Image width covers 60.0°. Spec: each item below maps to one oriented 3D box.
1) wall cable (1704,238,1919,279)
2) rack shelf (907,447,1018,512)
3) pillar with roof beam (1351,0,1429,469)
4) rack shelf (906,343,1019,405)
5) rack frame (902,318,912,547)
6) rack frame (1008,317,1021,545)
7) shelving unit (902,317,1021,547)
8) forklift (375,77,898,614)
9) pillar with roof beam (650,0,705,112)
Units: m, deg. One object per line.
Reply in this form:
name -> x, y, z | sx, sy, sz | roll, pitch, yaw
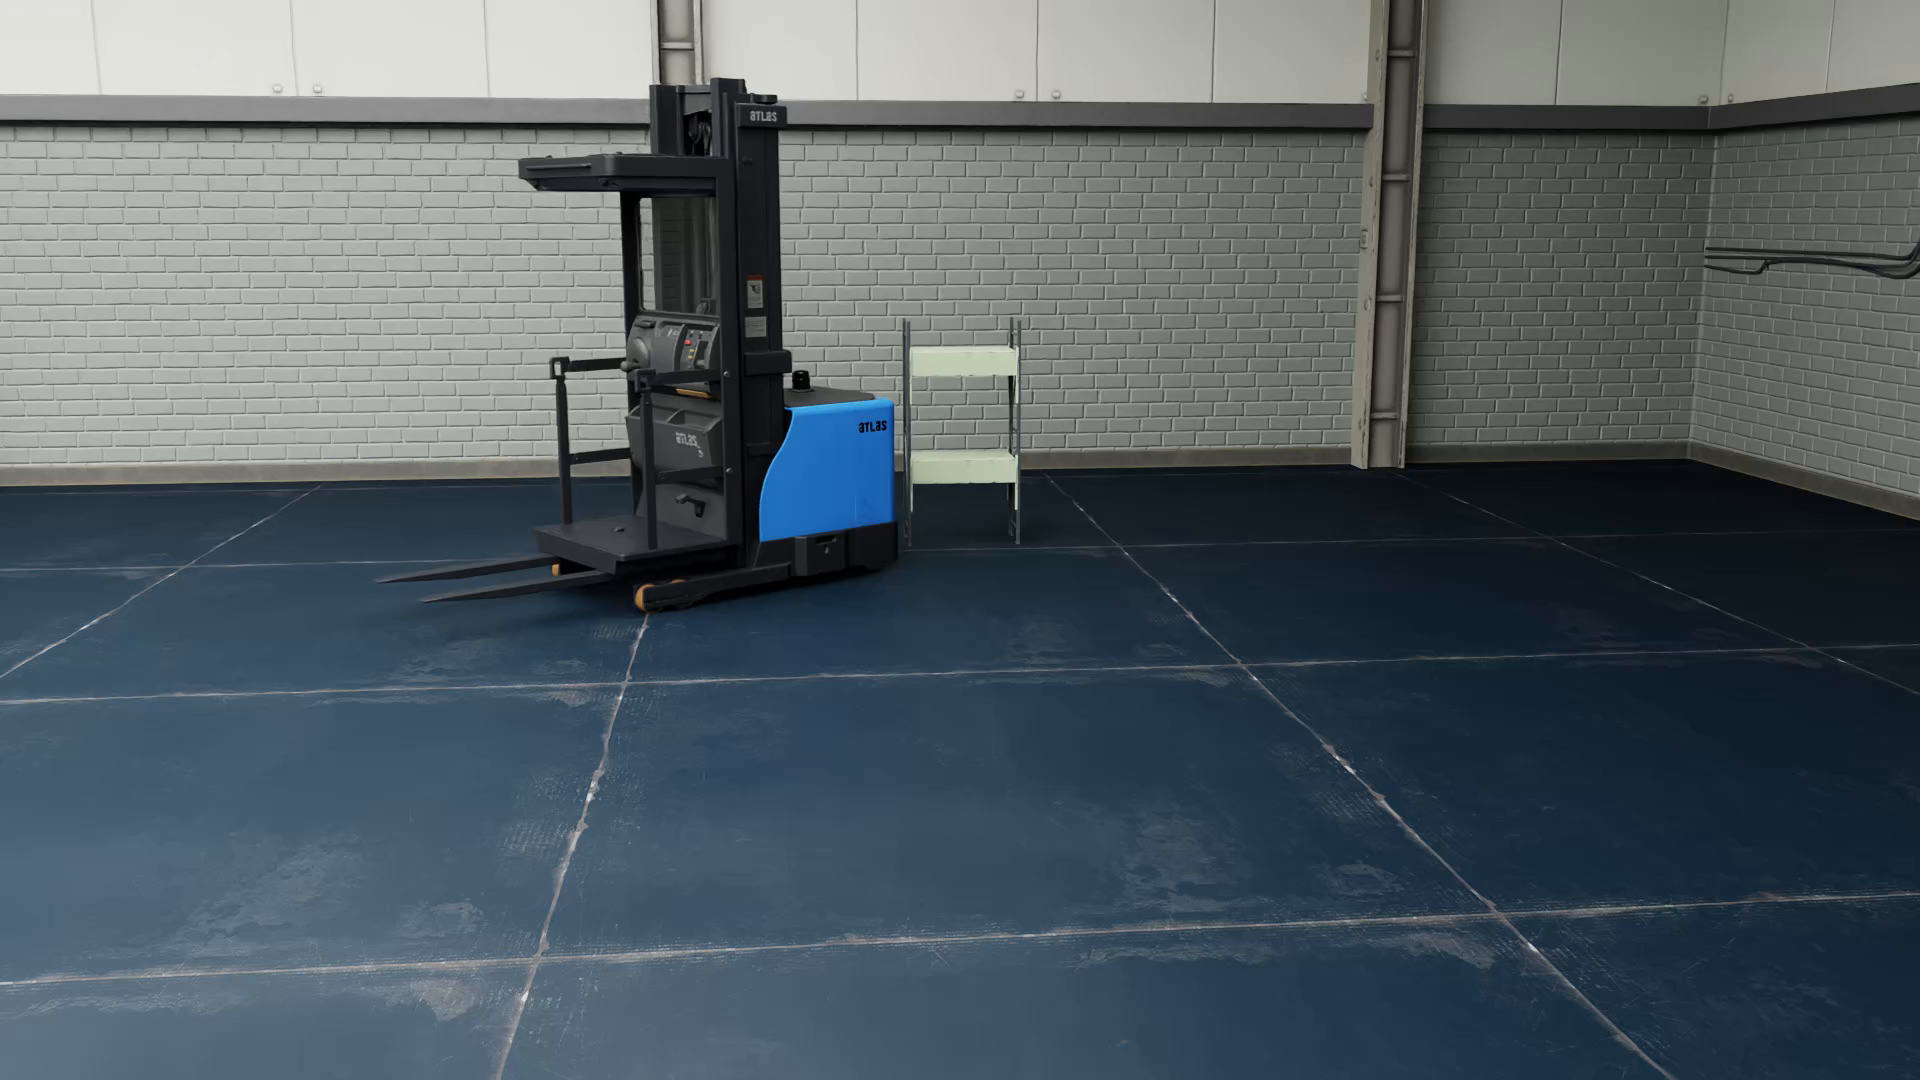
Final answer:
wall cable -> 6.762, -3.356, 13.162 | 0.112, 2.526, 3.097 | -1, 11, -6
rack shelf -> 0.007, -0.416, 11.287 | 0.720, 0.370, 0.431 | -1, 11, -6
pillar with roof beam -> 4.155, -4.247, 9.641 | 0.400, 9.000, 9.100 | -1, 11, -6
rack shelf -> 0.007, -1.119, 11.149 | 0.720, 0.370, 0.431 | -1, 11, -6
rack frame -> -0.357, -0.728, 11.185 | 0.023, 1.500, 0.400 | -1, 11, -6
rack frame -> 0.370, -0.744, 11.263 | 0.023, 1.500, 0.400 | -1, 11, -6
shelving unit -> 0.007, -0.736, 11.224 | 0.755, 1.500, 0.431 | -1, 11, -6
forklift -> -1.837, -1.141, 9.574 | 3.031, 2.935, 1.130 | -9, 15, -40
pillar with roof beam -> -1.810, -4.122, 9.005 | 0.400, 9.000, 9.100 | -1, 11, -6
